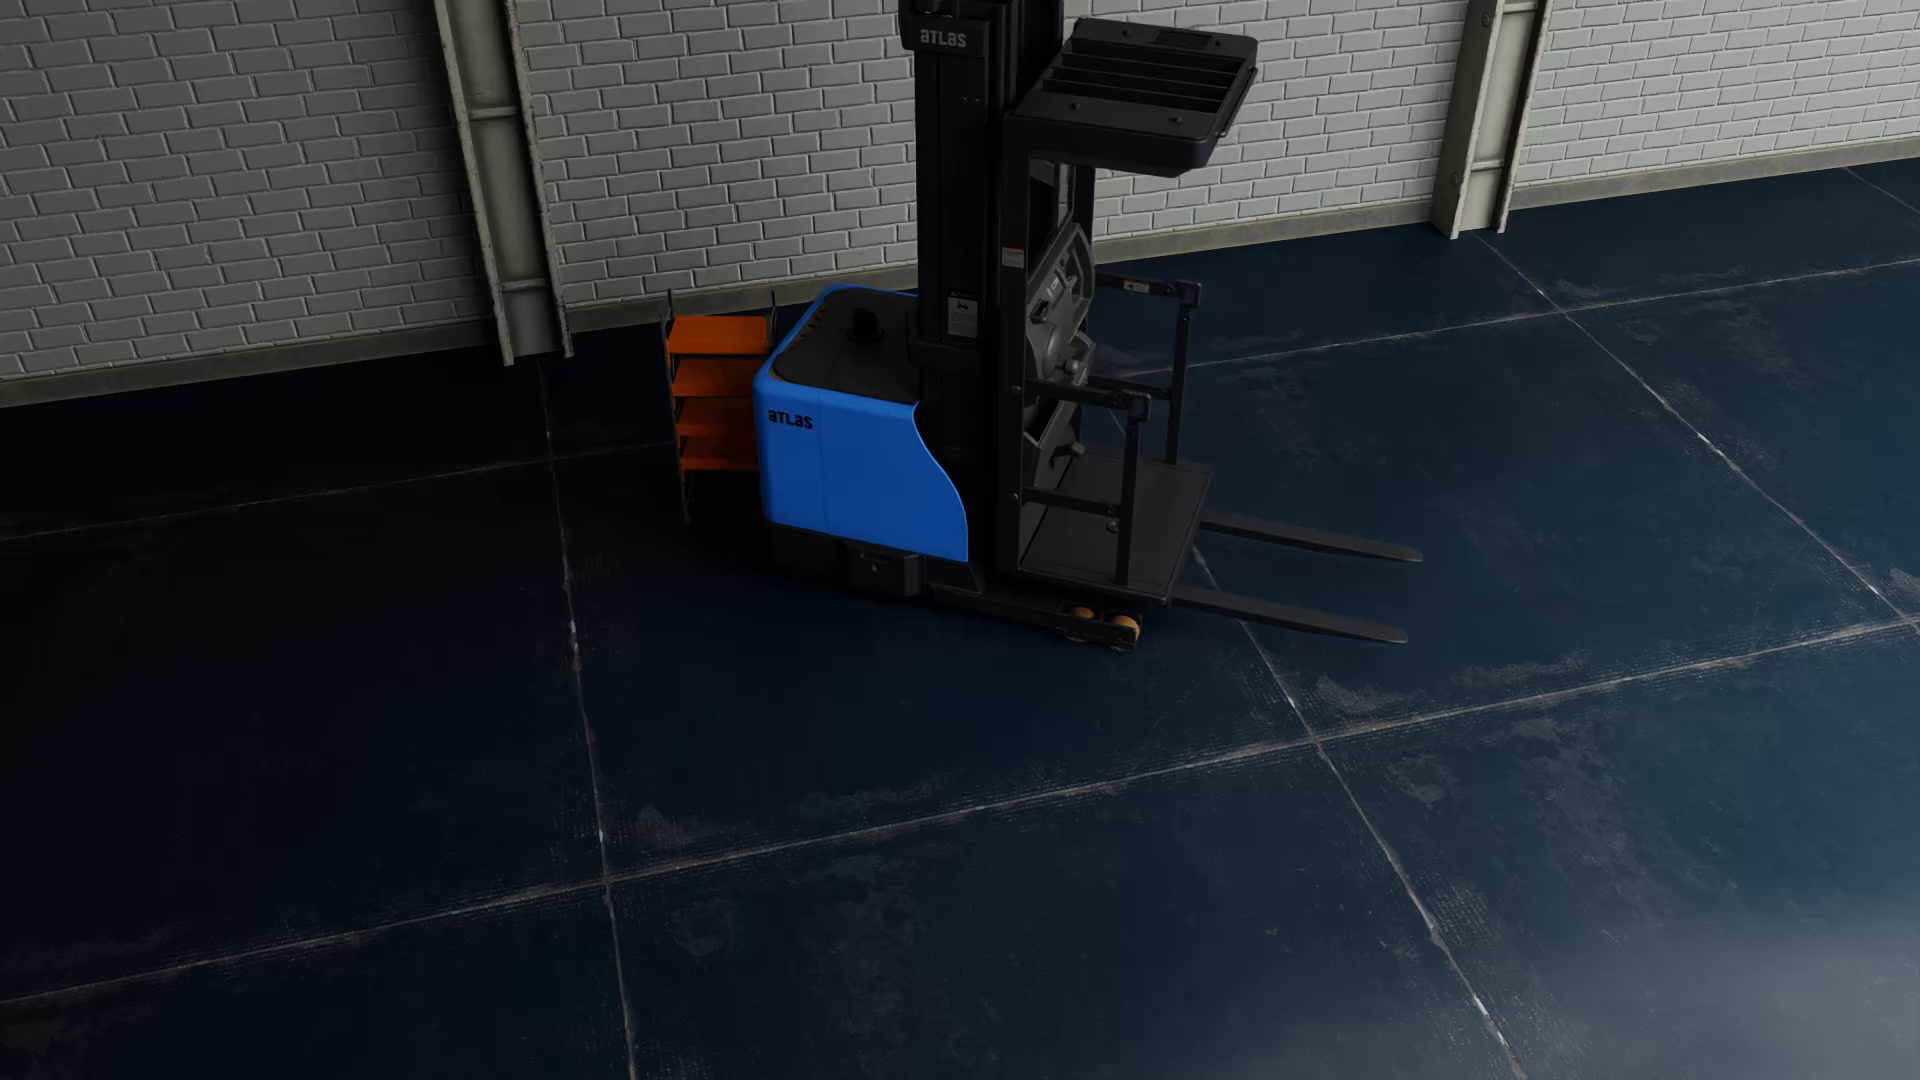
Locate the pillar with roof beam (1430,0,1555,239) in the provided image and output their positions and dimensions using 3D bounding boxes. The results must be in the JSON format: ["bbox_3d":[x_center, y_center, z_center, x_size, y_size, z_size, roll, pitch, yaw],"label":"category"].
[{"bbox_3d":[4.449,-3.119,4.901,0.400,9.000,9.100,-9,38,-12],"label":"pillar with roof beam"}]

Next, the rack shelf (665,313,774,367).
[{"bbox_3d":[-1.122,-0.938,7.822,0.480,0.148,0.258,1,37,1],"label":"rack shelf"}]

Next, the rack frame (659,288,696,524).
[{"bbox_3d":[-1.366,-0.630,8.065,0.015,1.200,0.240,1,37,1],"label":"rack frame"}]

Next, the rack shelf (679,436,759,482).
[{"bbox_3d":[-1.122,-0.415,8.222,0.480,0.148,0.258,1,37,1],"label":"rack shelf"}]

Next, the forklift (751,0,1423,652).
[{"bbox_3d":[0.624,-1.020,7.151,3.031,2.935,1.130,11,39,15],"label":"forklift"}]

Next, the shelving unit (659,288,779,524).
[{"bbox_3d":[-1.122,-0.626,8.060,0.503,1.200,0.258,1,37,1],"label":"shelving unit"}]

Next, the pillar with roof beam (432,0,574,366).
[{"bbox_3d":[-1.343,-2.169,3.658,0.400,9.000,9.100,-9,38,-12],"label":"pillar with roof beam"}]

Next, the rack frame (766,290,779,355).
[{"bbox_3d":[-0.878,-0.622,8.055,0.015,1.200,0.240,1,37,1],"label":"rack frame"}]

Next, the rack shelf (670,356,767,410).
[{"bbox_3d":[-1.122,-0.750,7.965,0.480,0.148,0.258,1,37,1],"label":"rack shelf"}]

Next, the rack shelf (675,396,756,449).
[{"bbox_3d":[-1.122,-0.573,8.101,0.480,0.148,0.258,1,37,1],"label":"rack shelf"}]
